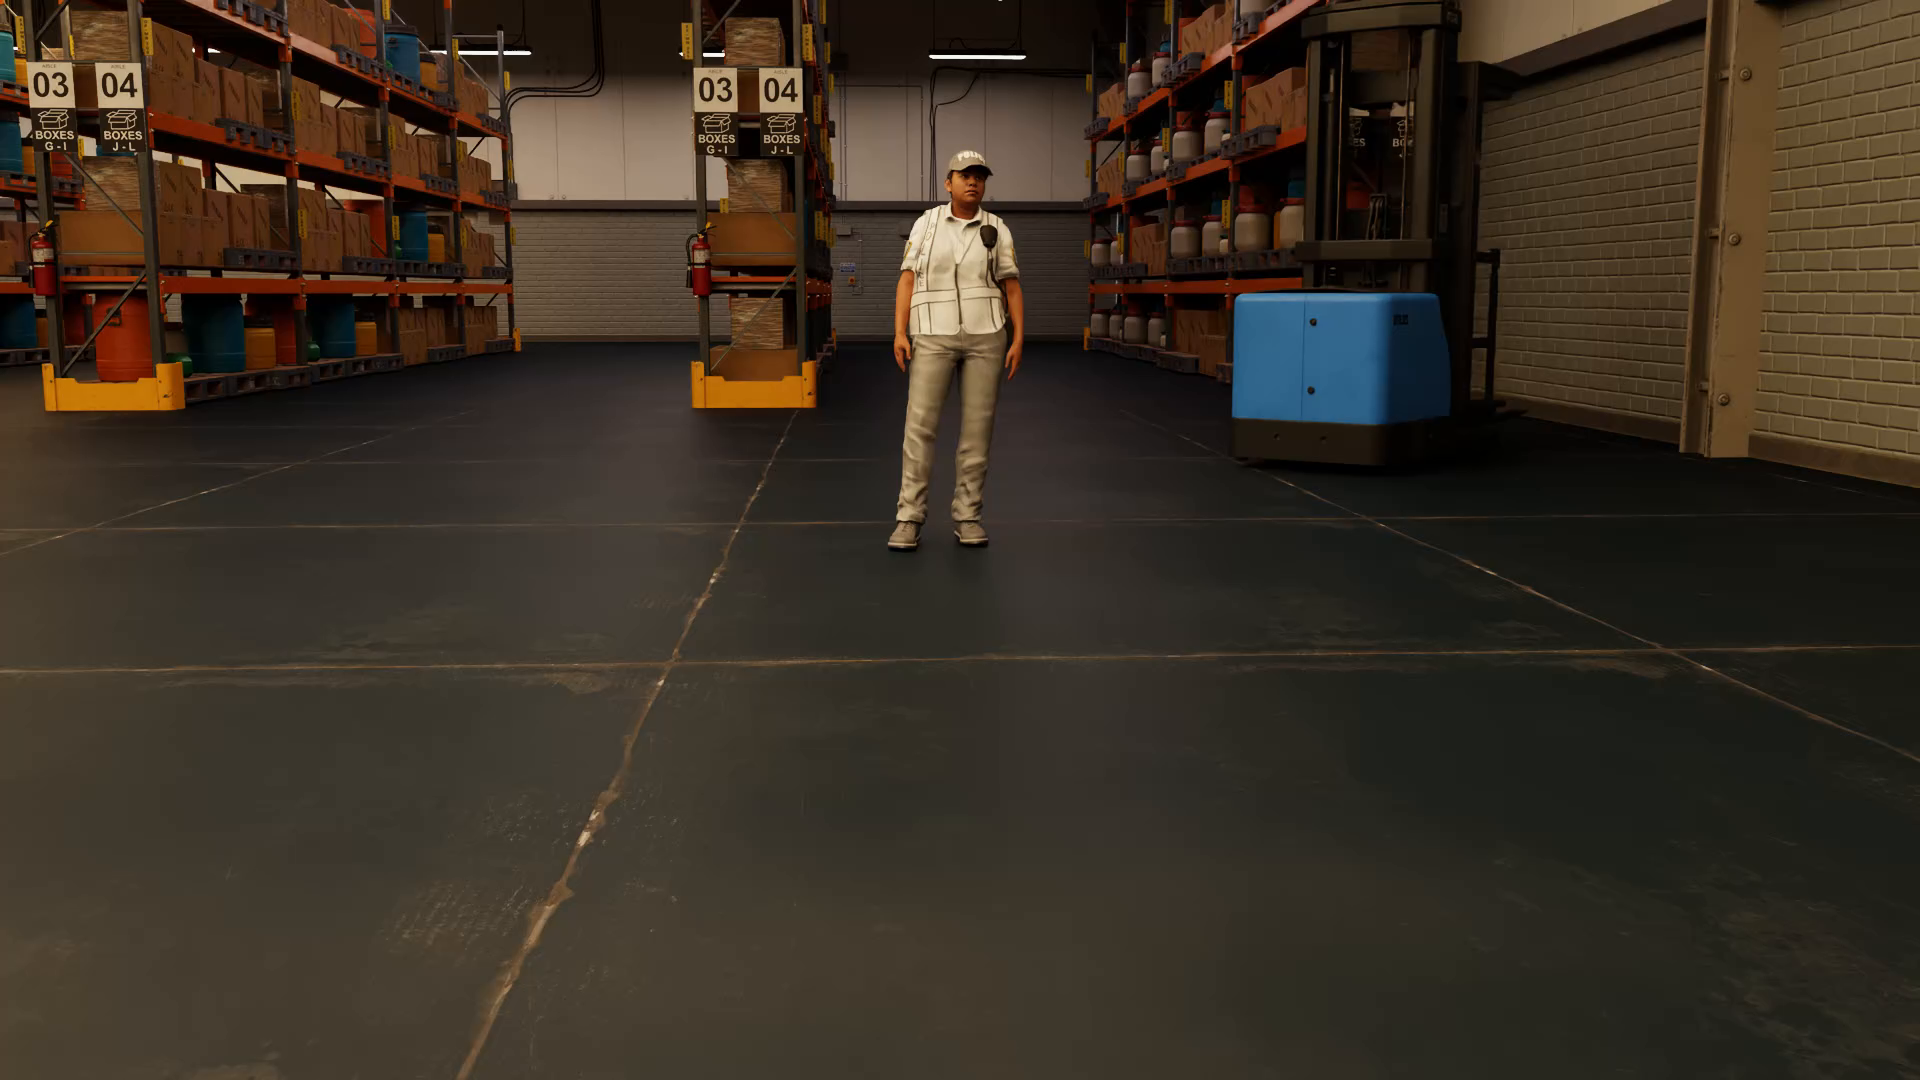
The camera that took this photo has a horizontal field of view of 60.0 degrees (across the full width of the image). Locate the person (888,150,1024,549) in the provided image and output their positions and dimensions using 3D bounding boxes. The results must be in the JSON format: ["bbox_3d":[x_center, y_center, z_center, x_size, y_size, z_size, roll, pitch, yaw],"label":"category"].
[{"bbox_3d":[-0.018,-0.821,7.109,0.599,1.670,0.529,-1,8,-4],"label":"person"}]

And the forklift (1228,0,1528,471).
[{"bbox_3d":[2.966,-2.029,10.996,1.130,2.935,3.031,6,11,37],"label":"forklift"}]
